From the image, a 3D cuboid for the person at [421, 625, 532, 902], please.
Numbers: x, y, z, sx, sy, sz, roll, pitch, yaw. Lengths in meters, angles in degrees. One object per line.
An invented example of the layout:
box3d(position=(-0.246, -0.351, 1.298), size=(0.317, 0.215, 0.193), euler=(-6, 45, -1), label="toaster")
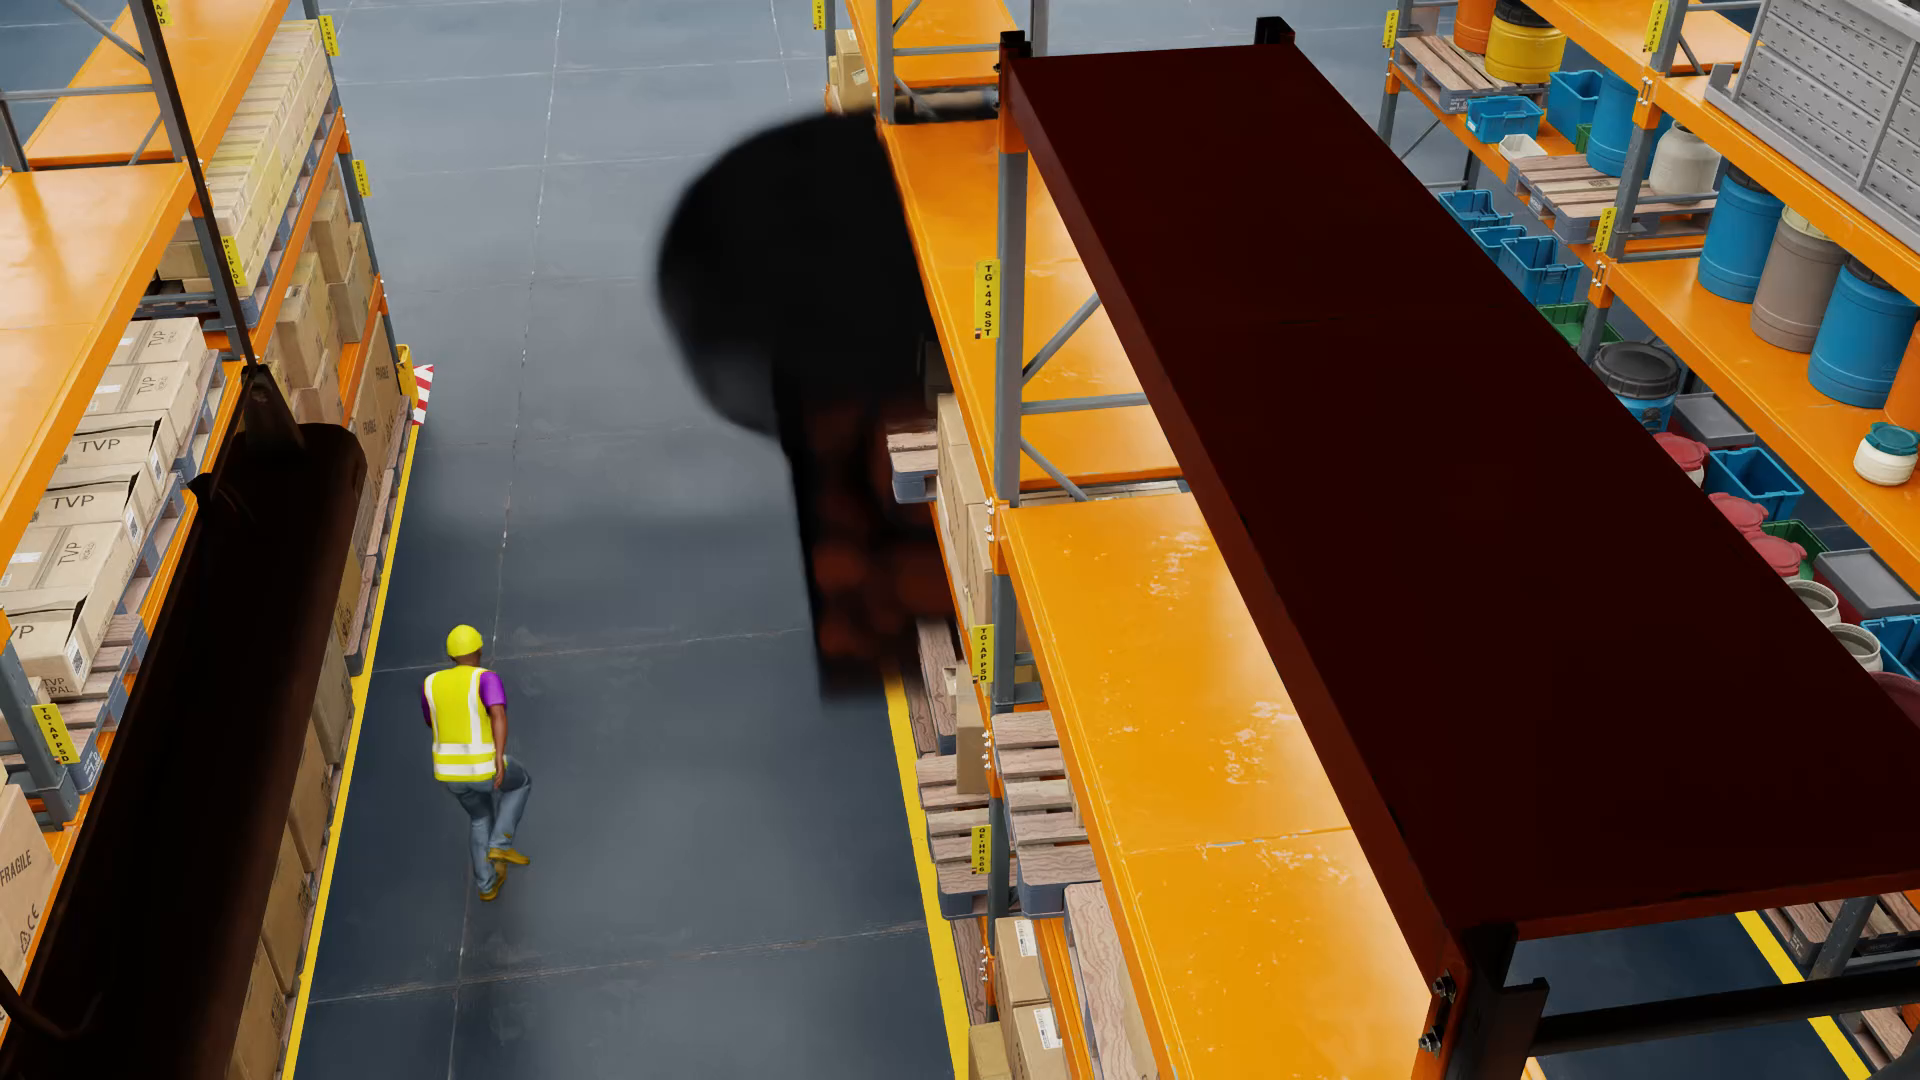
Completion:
box3d(position=(-2.891, 1.309, 9.993), size=(0.726, 1.512, 0.993), euler=(5, 37, 7), label="person")
